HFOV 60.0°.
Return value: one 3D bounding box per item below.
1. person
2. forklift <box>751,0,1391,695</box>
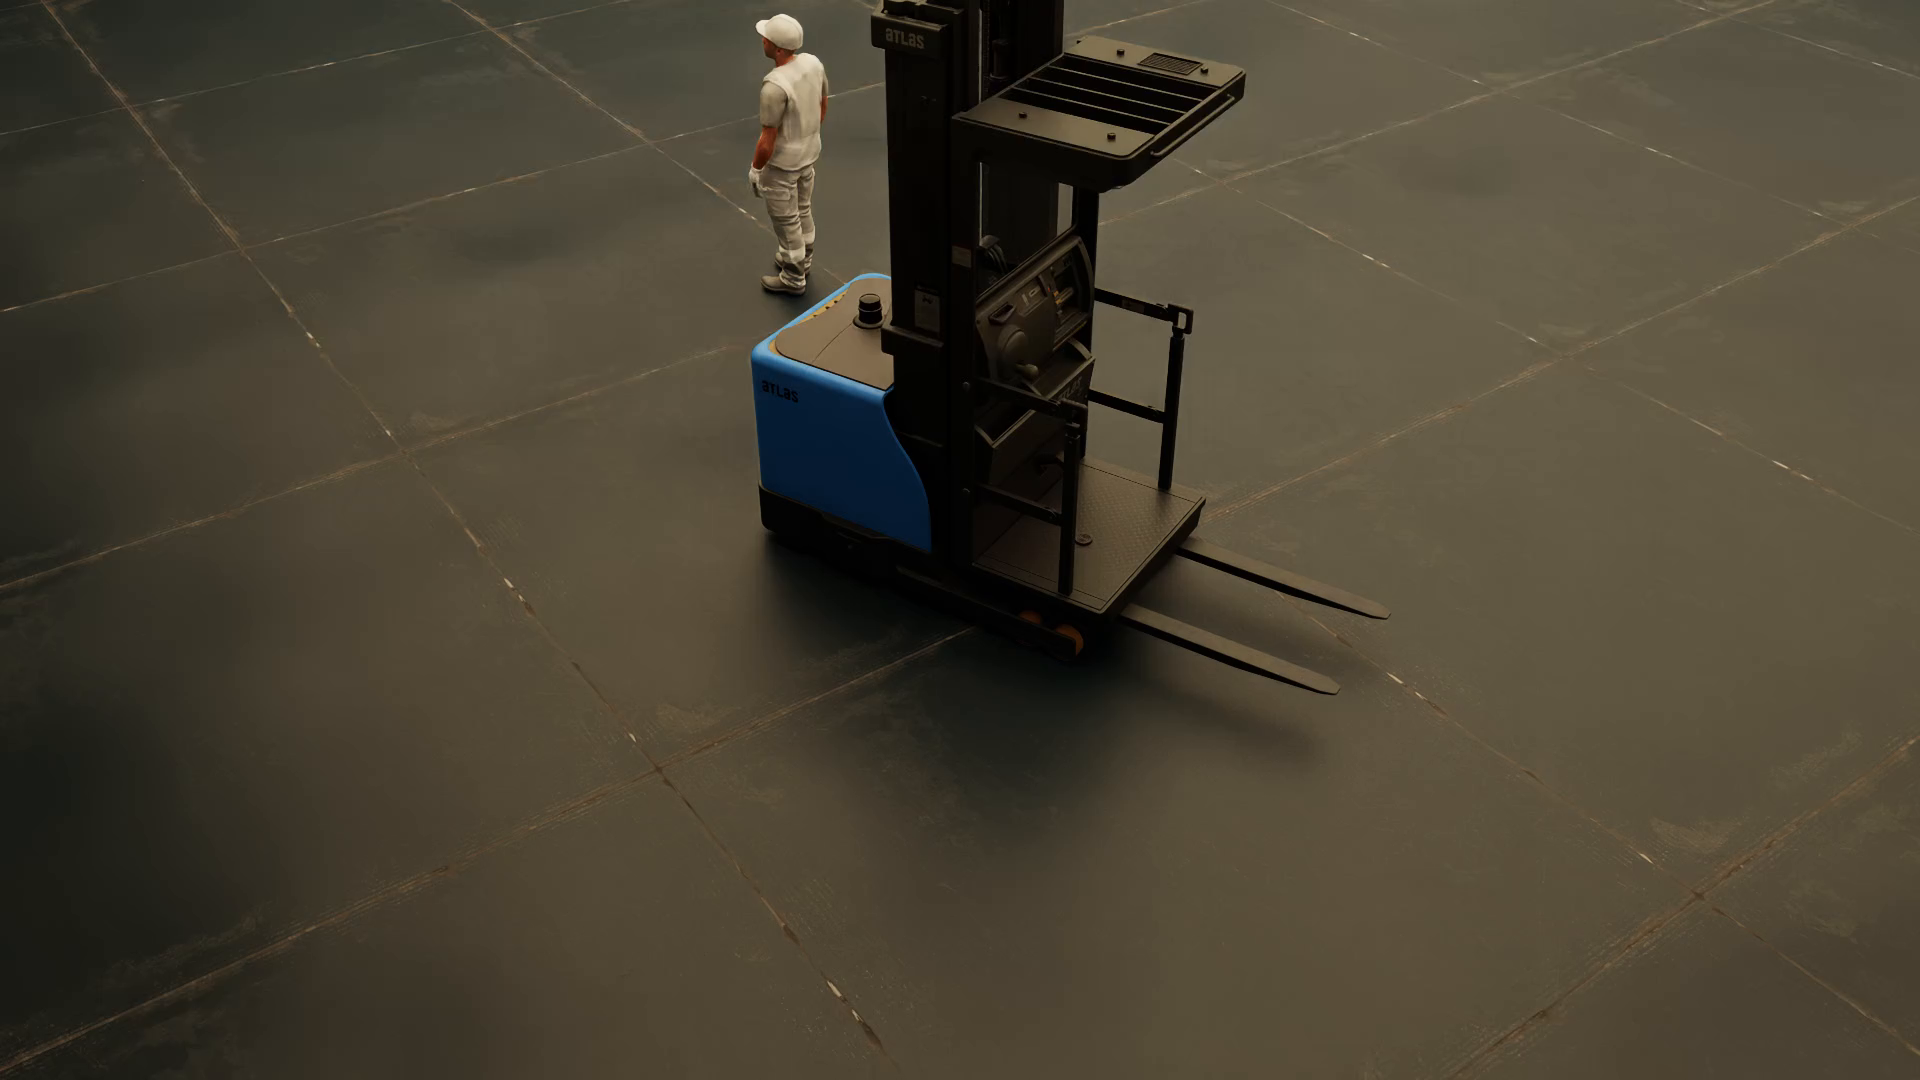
[{"bbox_3d":[-1.095,-2.321,10.033,0.561,1.790,0.637,20,41,25],"label":"person"},{"bbox_3d":[0.514,-0.985,7.276,3.031,2.935,1.130,21,41,26],"label":"forklift"}]
